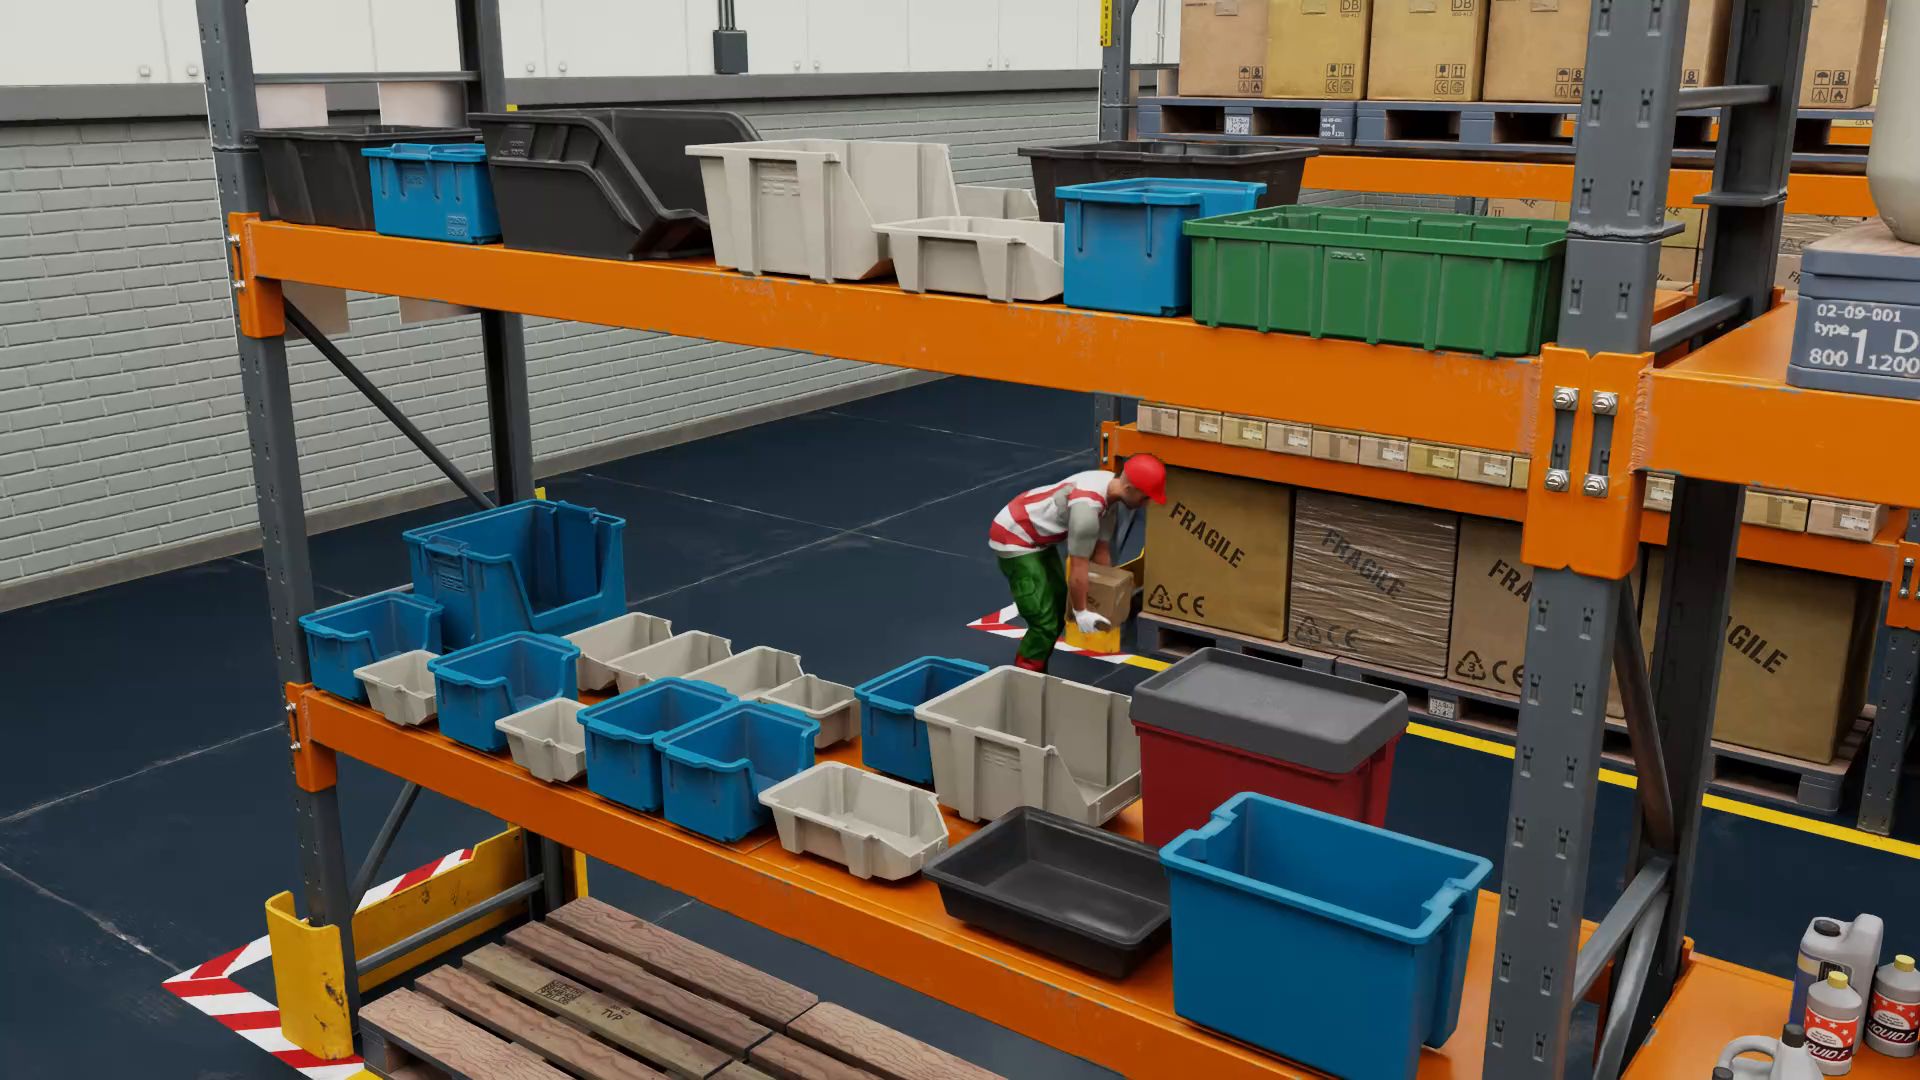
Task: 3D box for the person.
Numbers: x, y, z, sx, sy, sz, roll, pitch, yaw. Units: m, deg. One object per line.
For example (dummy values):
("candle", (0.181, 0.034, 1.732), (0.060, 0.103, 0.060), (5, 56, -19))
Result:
("person", (0.588, 0.224, 8.413), (0.887, 1.401, 0.478), (6, 17, 19))
